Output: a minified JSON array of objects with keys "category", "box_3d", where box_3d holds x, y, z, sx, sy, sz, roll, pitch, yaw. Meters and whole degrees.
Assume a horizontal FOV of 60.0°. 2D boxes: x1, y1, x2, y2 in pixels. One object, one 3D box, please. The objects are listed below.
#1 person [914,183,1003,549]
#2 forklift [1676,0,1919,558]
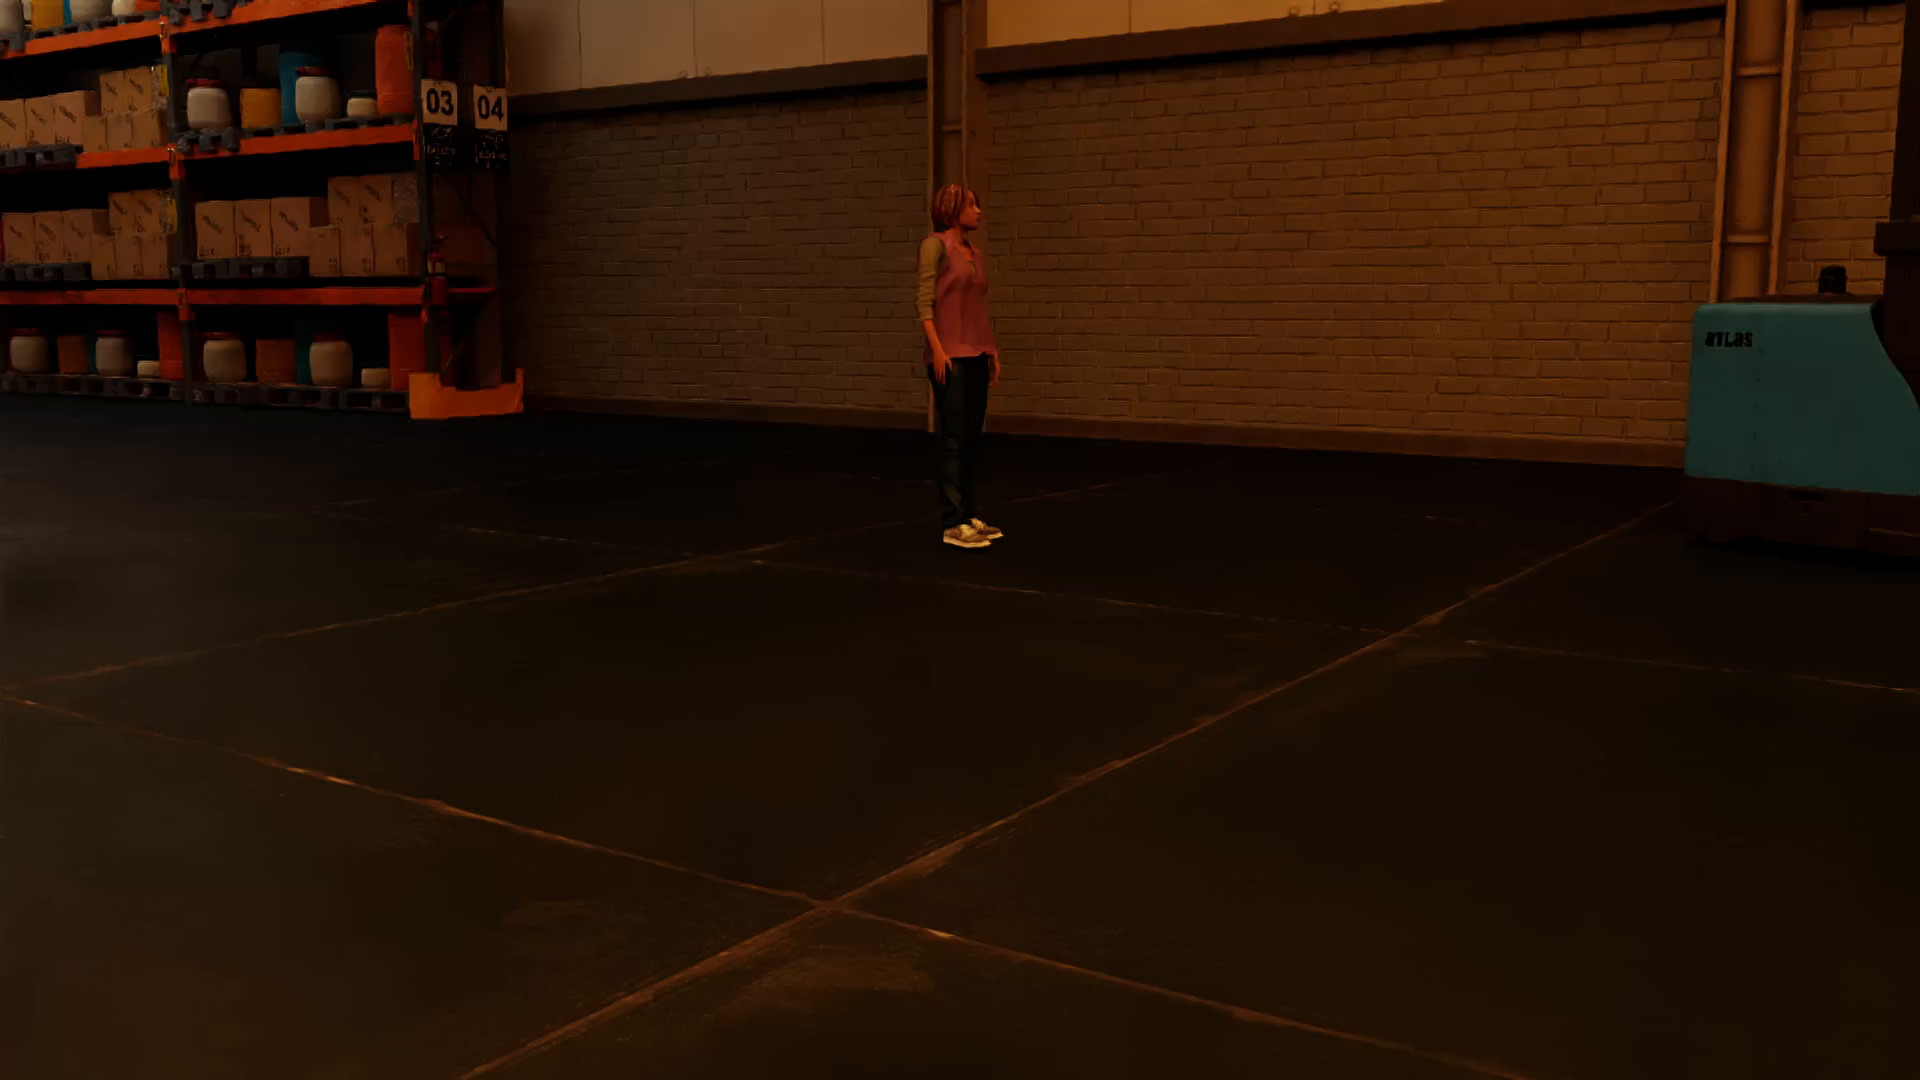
[{"category":"person","box_3d":[0.054,-0.790,7.438,0.474,1.597,0.520,5,10,34]},{"category":"forklift","box_3d":[4.492,-1.305,6.372,1.130,2.935,3.031,-6,10,-36]}]
